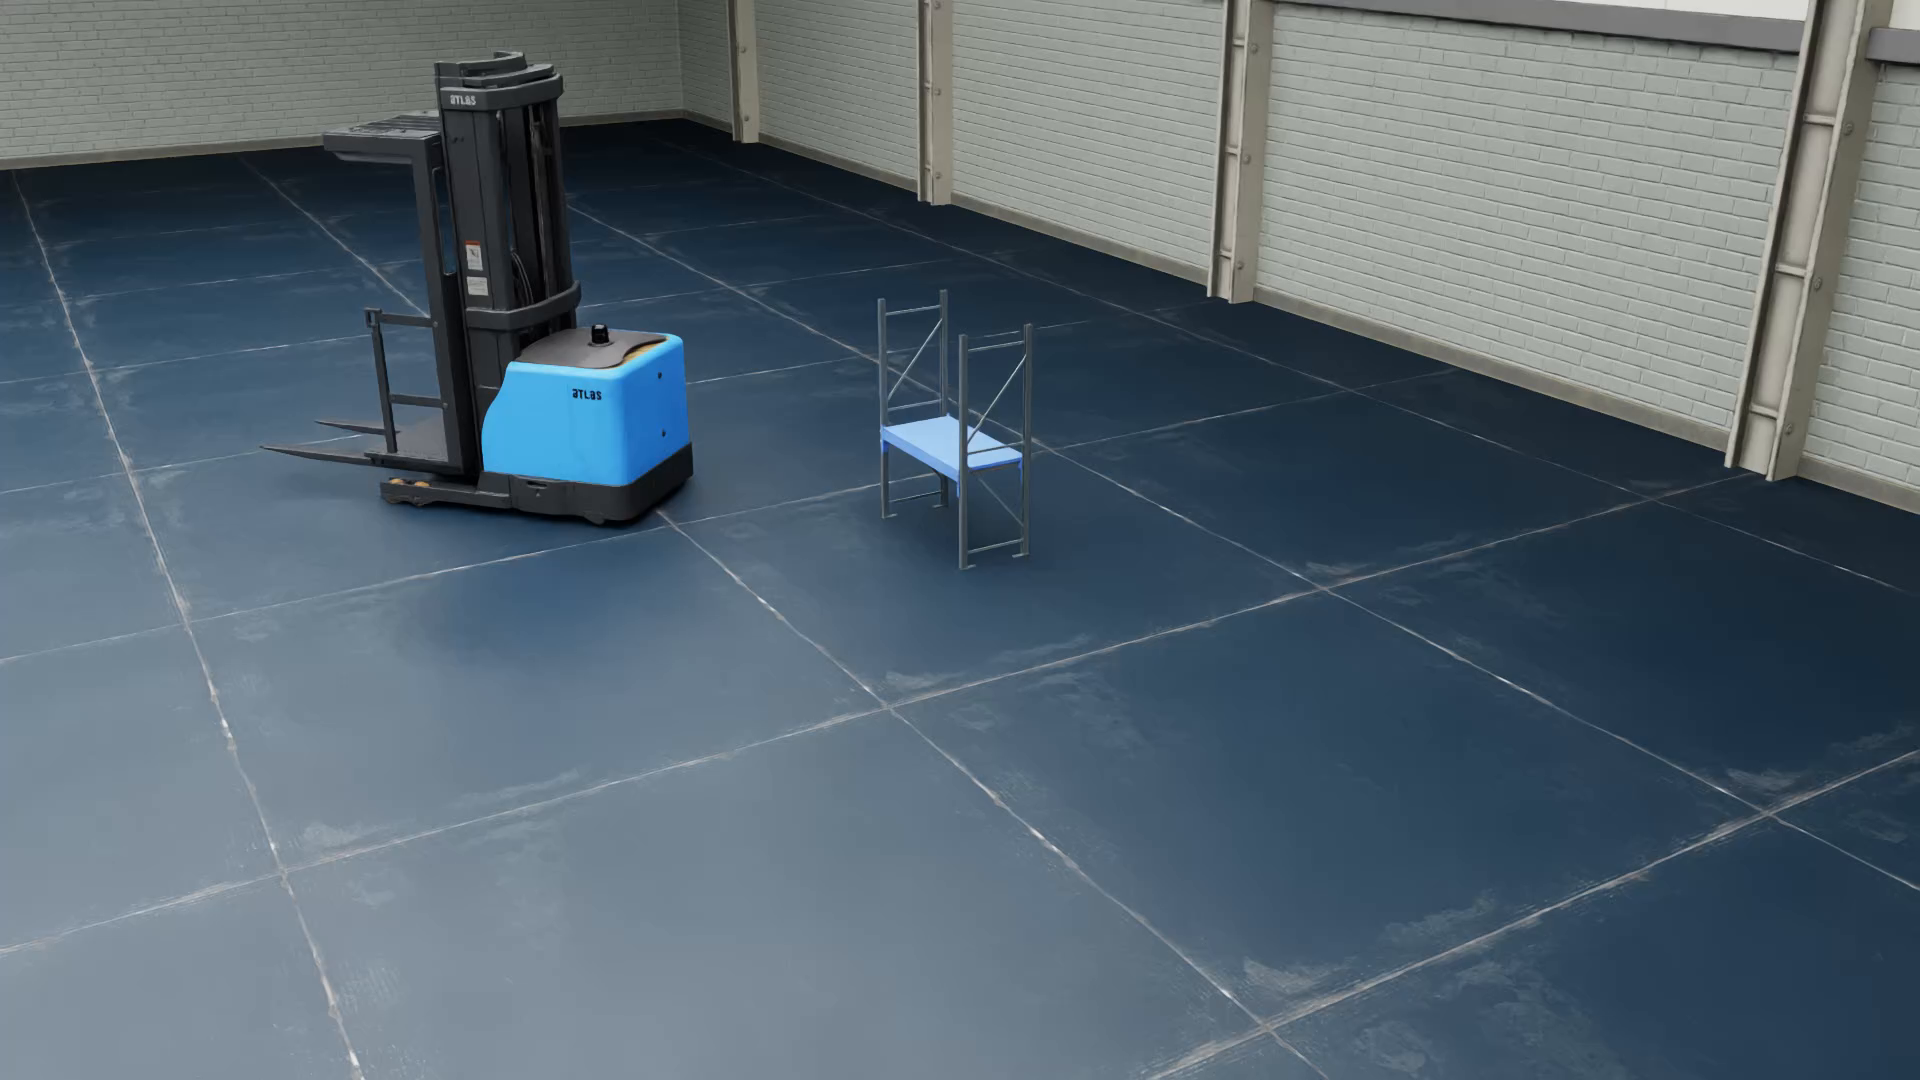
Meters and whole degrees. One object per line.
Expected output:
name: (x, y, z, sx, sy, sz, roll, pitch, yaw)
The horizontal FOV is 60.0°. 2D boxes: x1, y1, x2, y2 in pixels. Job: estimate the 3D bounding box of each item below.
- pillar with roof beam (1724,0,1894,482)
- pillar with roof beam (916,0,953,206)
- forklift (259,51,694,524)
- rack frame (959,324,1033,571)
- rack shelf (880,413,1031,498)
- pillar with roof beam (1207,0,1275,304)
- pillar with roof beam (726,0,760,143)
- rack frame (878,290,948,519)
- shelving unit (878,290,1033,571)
pillar with roof beam: (2.107, -3.848, 8.328, 9.100, 9.000, 0.400, -13, 25, -28)
pillar with roof beam: (-4.023, -7.733, 17.885, 9.100, 9.000, 0.400, -13, 25, -28)
forklift: (-3.462, -1.770, 11.273, 3.031, 2.935, 1.130, 7, 23, 16)
rack frame: (0.216, -0.558, 10.192, 0.500, 1.500, 0.032, -13, 25, -28)
rack shelf: (-0.044, -0.556, 10.665, 0.538, 0.185, 1.000, -13, 25, -28)
pillar with roof beam: (-0.958, -5.791, 13.107, 9.100, 9.000, 0.400, -13, 25, -28)
pillar with roof beam: (-7.088, -9.675, 22.664, 9.100, 9.000, 0.400, -13, 25, -28)
rack frame: (-0.303, -0.887, 11.002, 0.500, 1.500, 0.032, -13, 25, -28)
shelving unit: (-0.044, -0.722, 10.597, 0.538, 1.500, 1.048, -13, 25, -28)
